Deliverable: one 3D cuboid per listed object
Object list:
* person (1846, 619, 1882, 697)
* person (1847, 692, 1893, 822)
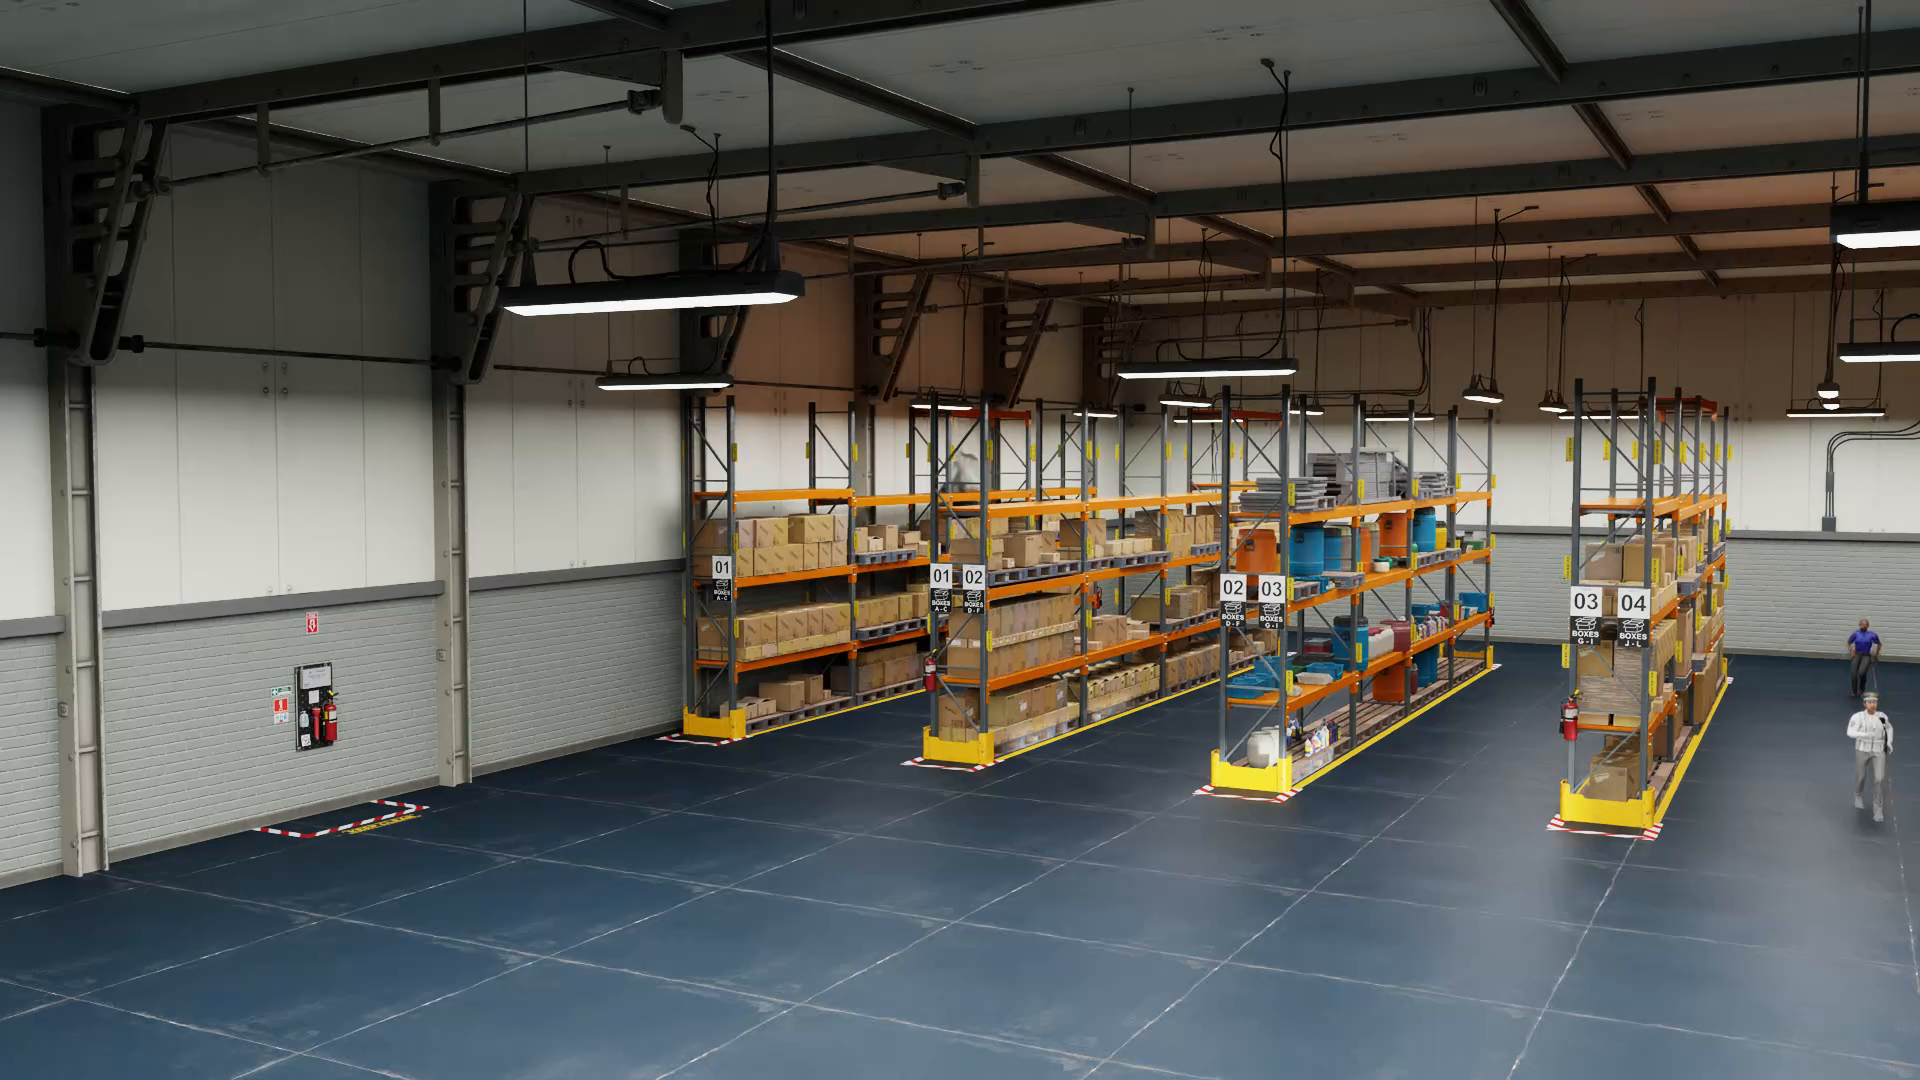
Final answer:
[{"bbox_3d":[18.318,2.414,33.758,0.611,1.611,0.590,2,4,39],"label":"person"},{"bbox_3d":[12.507,2.933,22.848,0.598,1.715,0.884,1,3,20],"label":"person"}]
